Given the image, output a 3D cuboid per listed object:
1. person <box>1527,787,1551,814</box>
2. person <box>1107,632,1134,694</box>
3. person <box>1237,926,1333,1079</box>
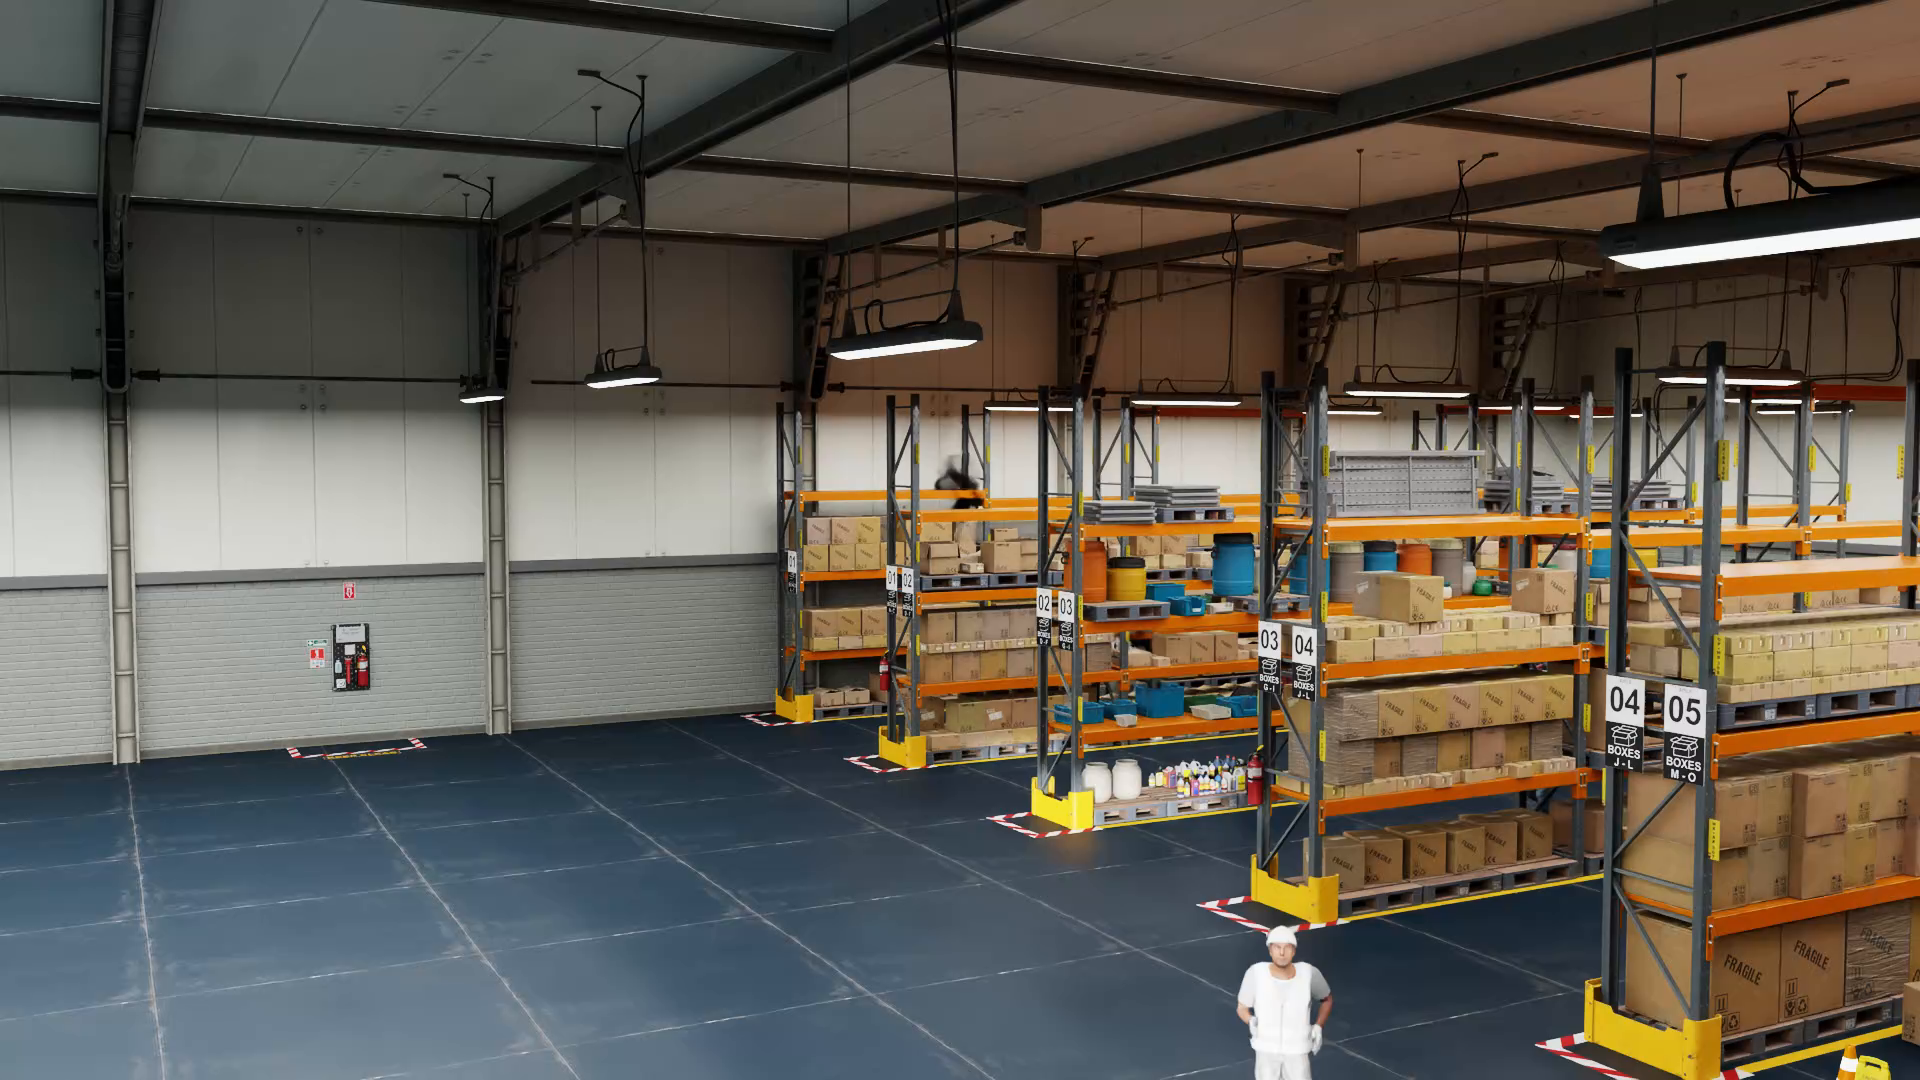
[{"bbox_3d":[7.879,3.026,22.513,0.593,1.720,0.695,-2,4,-29],"label":"person"},{"bbox_3d":[2.938,2.439,31.115,0.805,1.748,0.612,-2,4,-29],"label":"person"},{"bbox_3d":[2.278,3.613,11.724,0.665,1.746,0.614,1,3,14],"label":"person"}]
